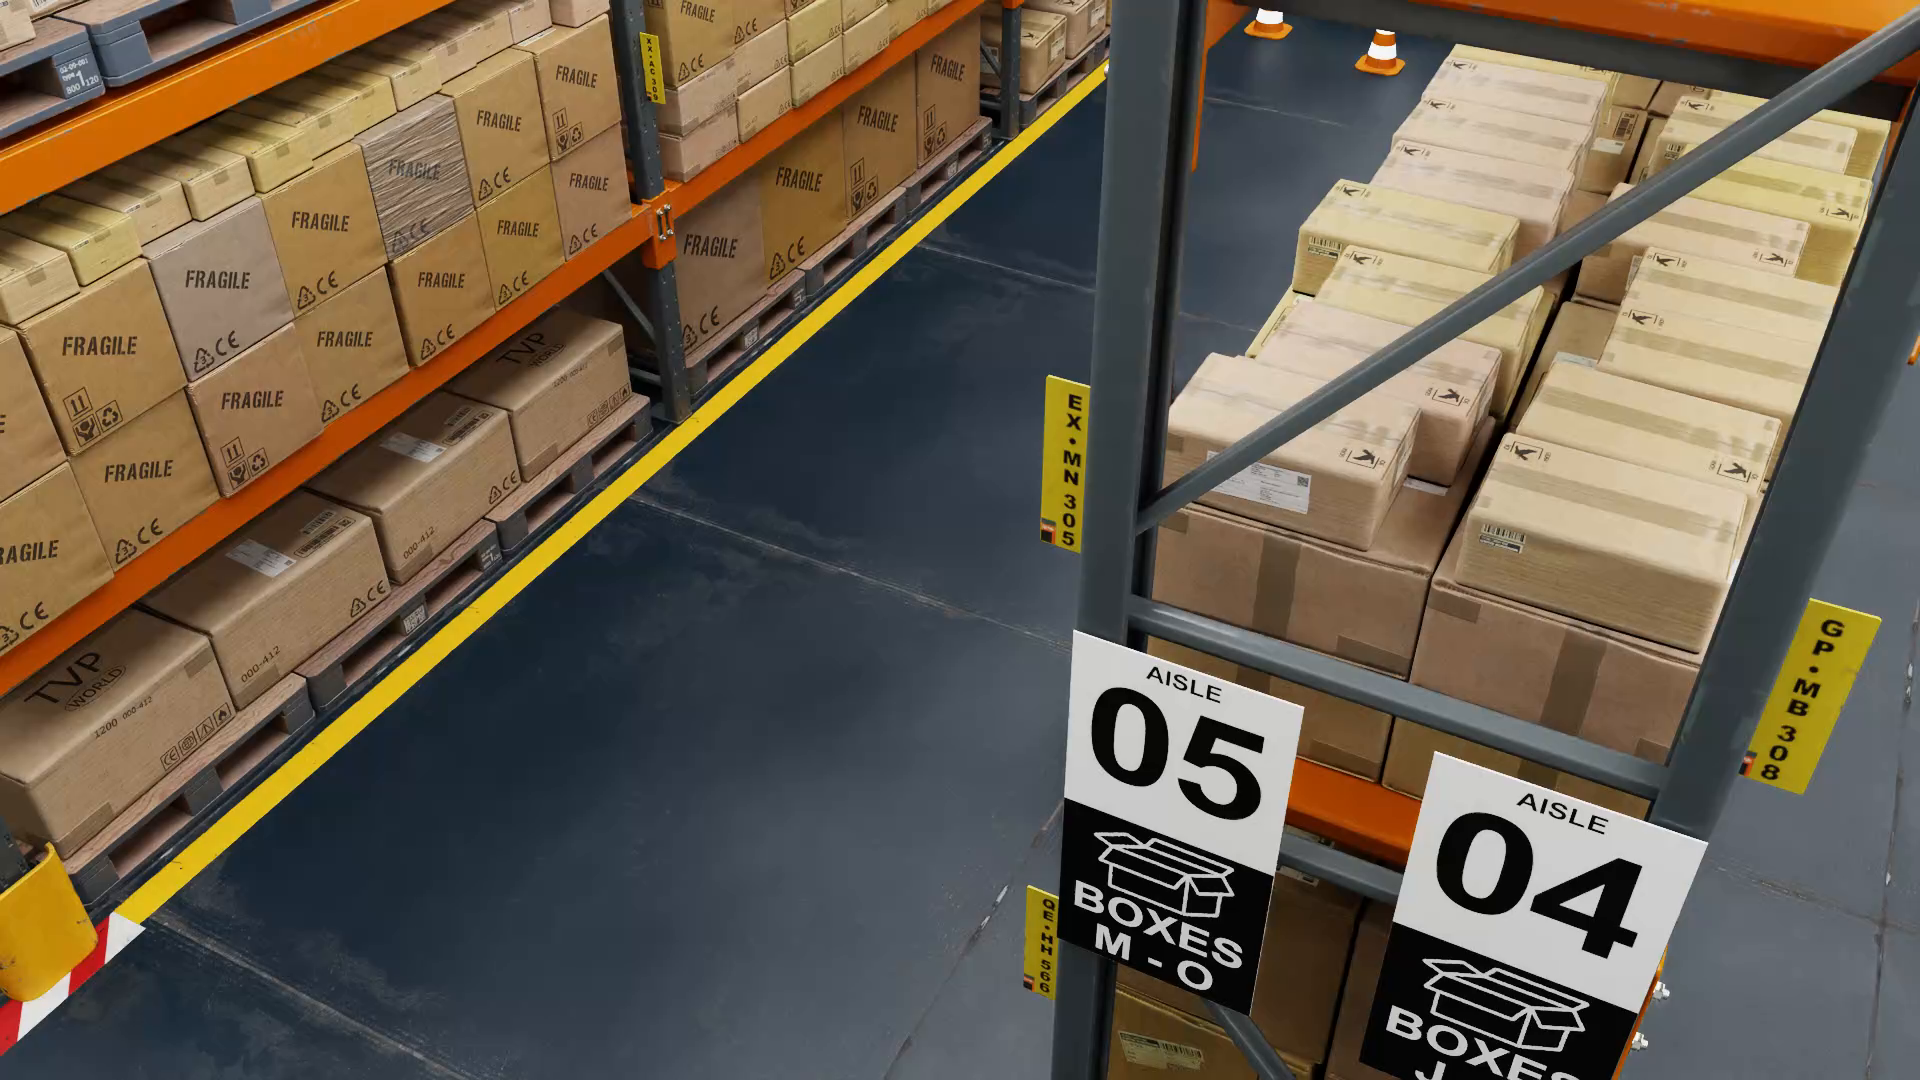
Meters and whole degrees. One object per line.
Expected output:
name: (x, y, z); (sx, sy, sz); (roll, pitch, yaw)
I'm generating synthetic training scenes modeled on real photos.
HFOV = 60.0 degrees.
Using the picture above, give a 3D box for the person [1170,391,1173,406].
person: (0.755, -0.001, 6.757); (0.562, 1.658, 0.497); (-26, 45, -29)
